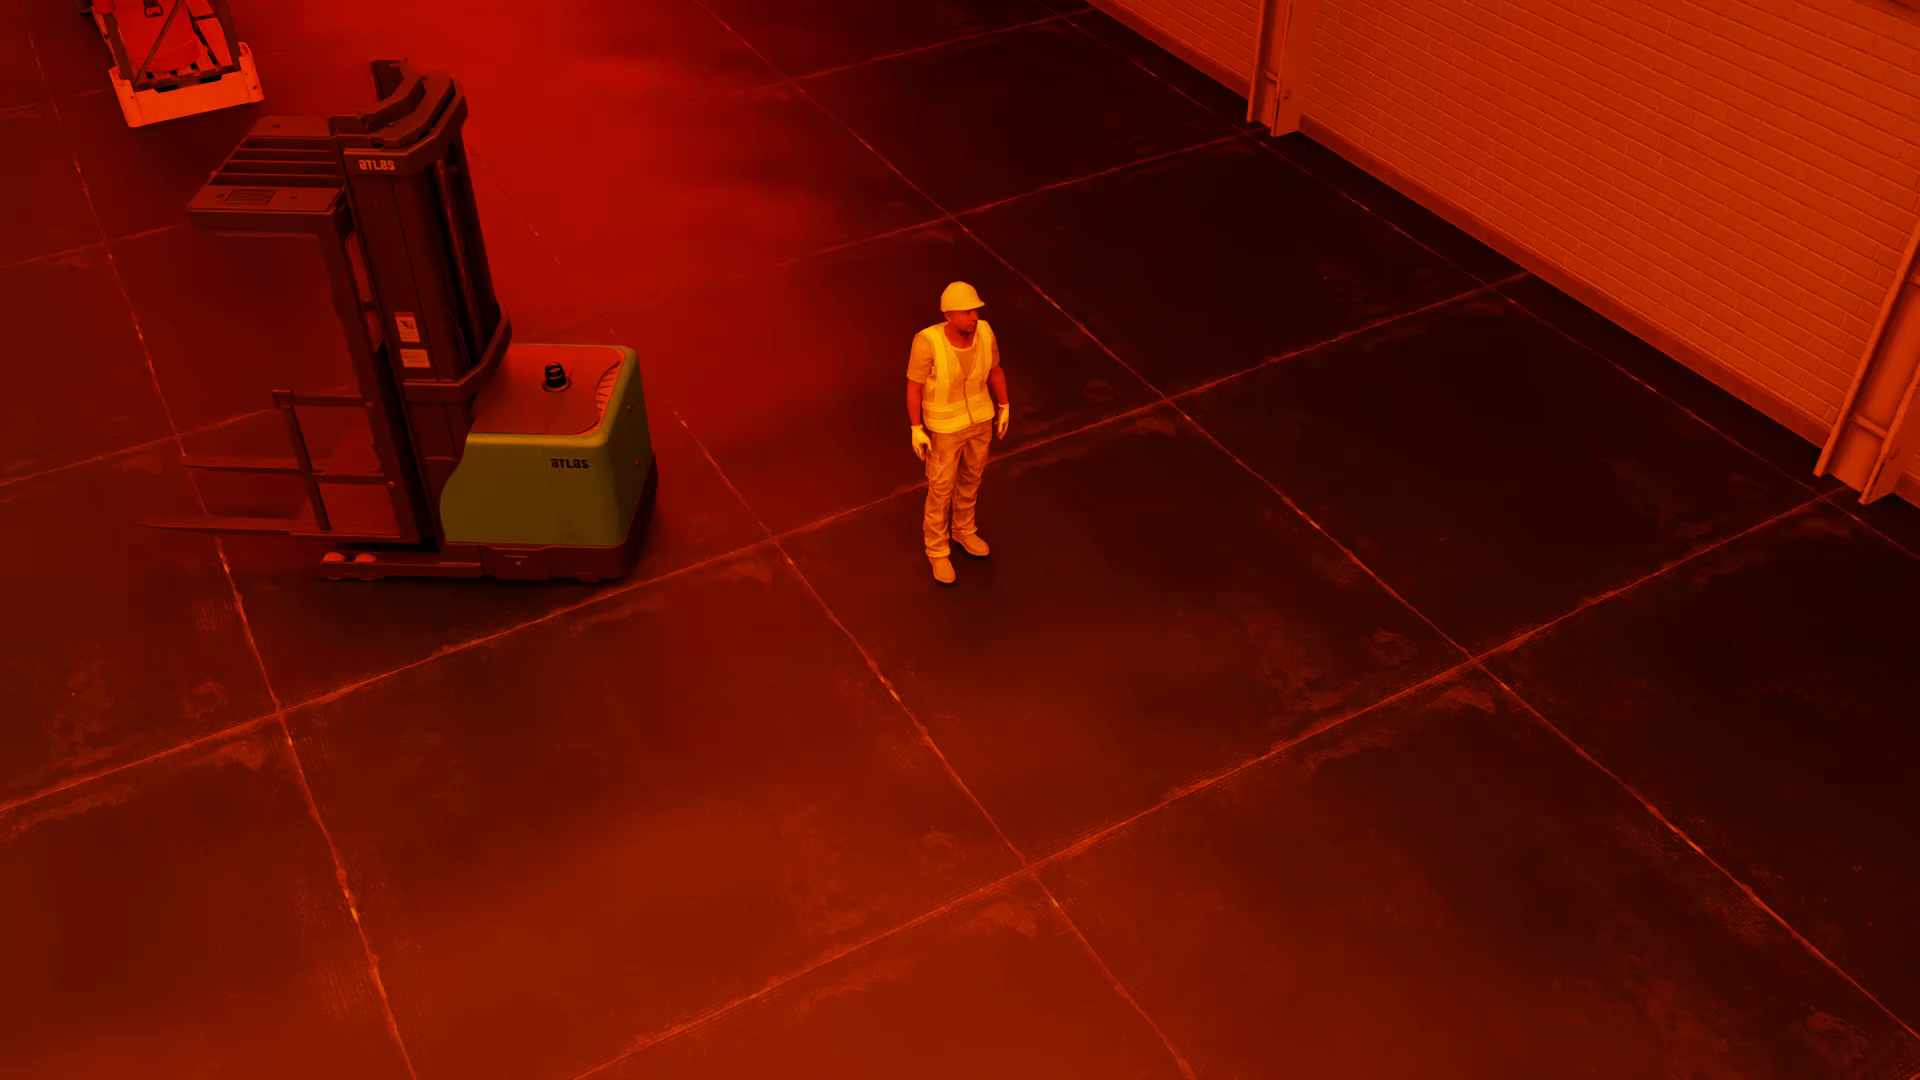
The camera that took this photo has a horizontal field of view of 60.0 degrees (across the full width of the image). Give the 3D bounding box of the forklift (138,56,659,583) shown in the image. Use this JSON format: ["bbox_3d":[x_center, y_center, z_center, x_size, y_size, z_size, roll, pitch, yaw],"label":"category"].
[{"bbox_3d":[-3.466,-1.219,9.506,3.031,2.935,1.130,2,40,2],"label":"forklift"}]

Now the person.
[{"bbox_3d":[0.030,-0.647,9.709,0.656,1.779,0.574,-20,44,-23],"label":"person"}]
